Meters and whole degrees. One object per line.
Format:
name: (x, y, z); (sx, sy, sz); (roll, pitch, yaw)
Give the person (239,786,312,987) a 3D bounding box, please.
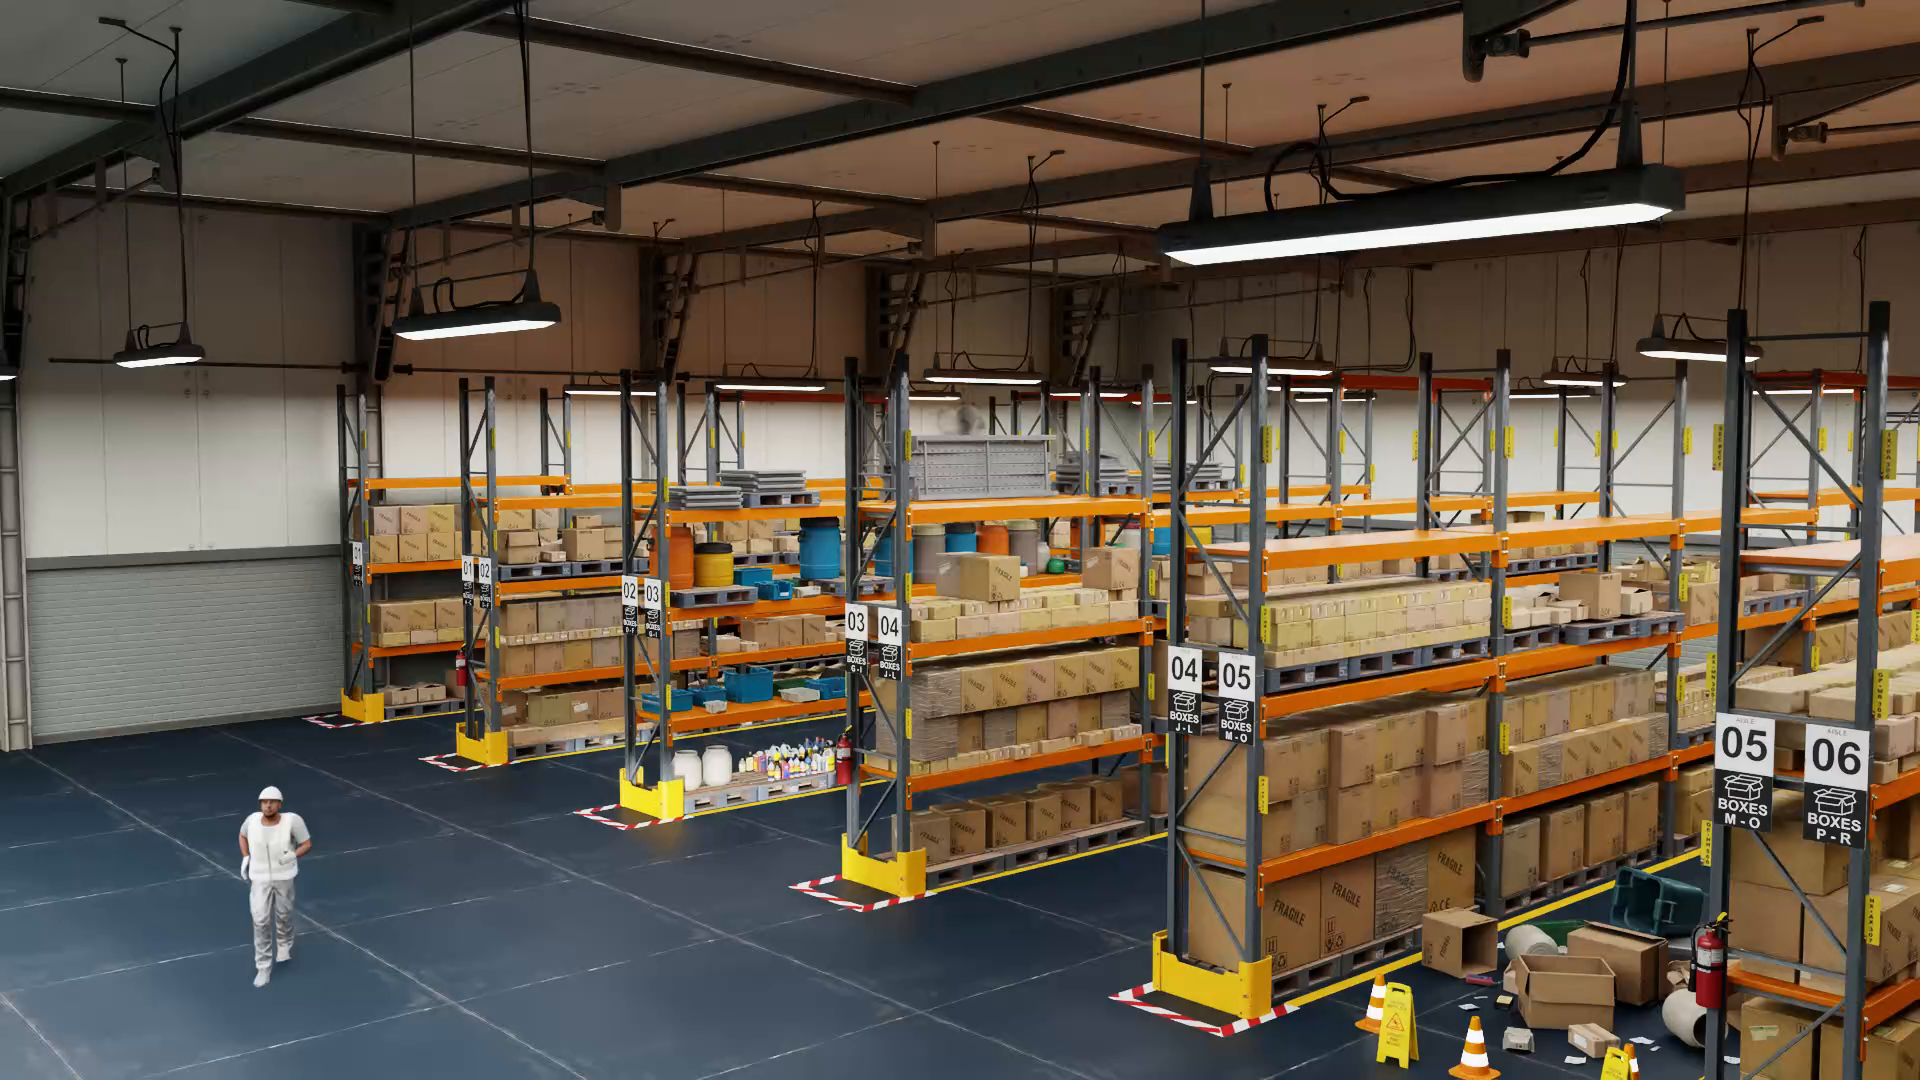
person: (-6.507, 3.238, 15.809); (0.662, 1.833, 0.810); (-1, 4, -17)
